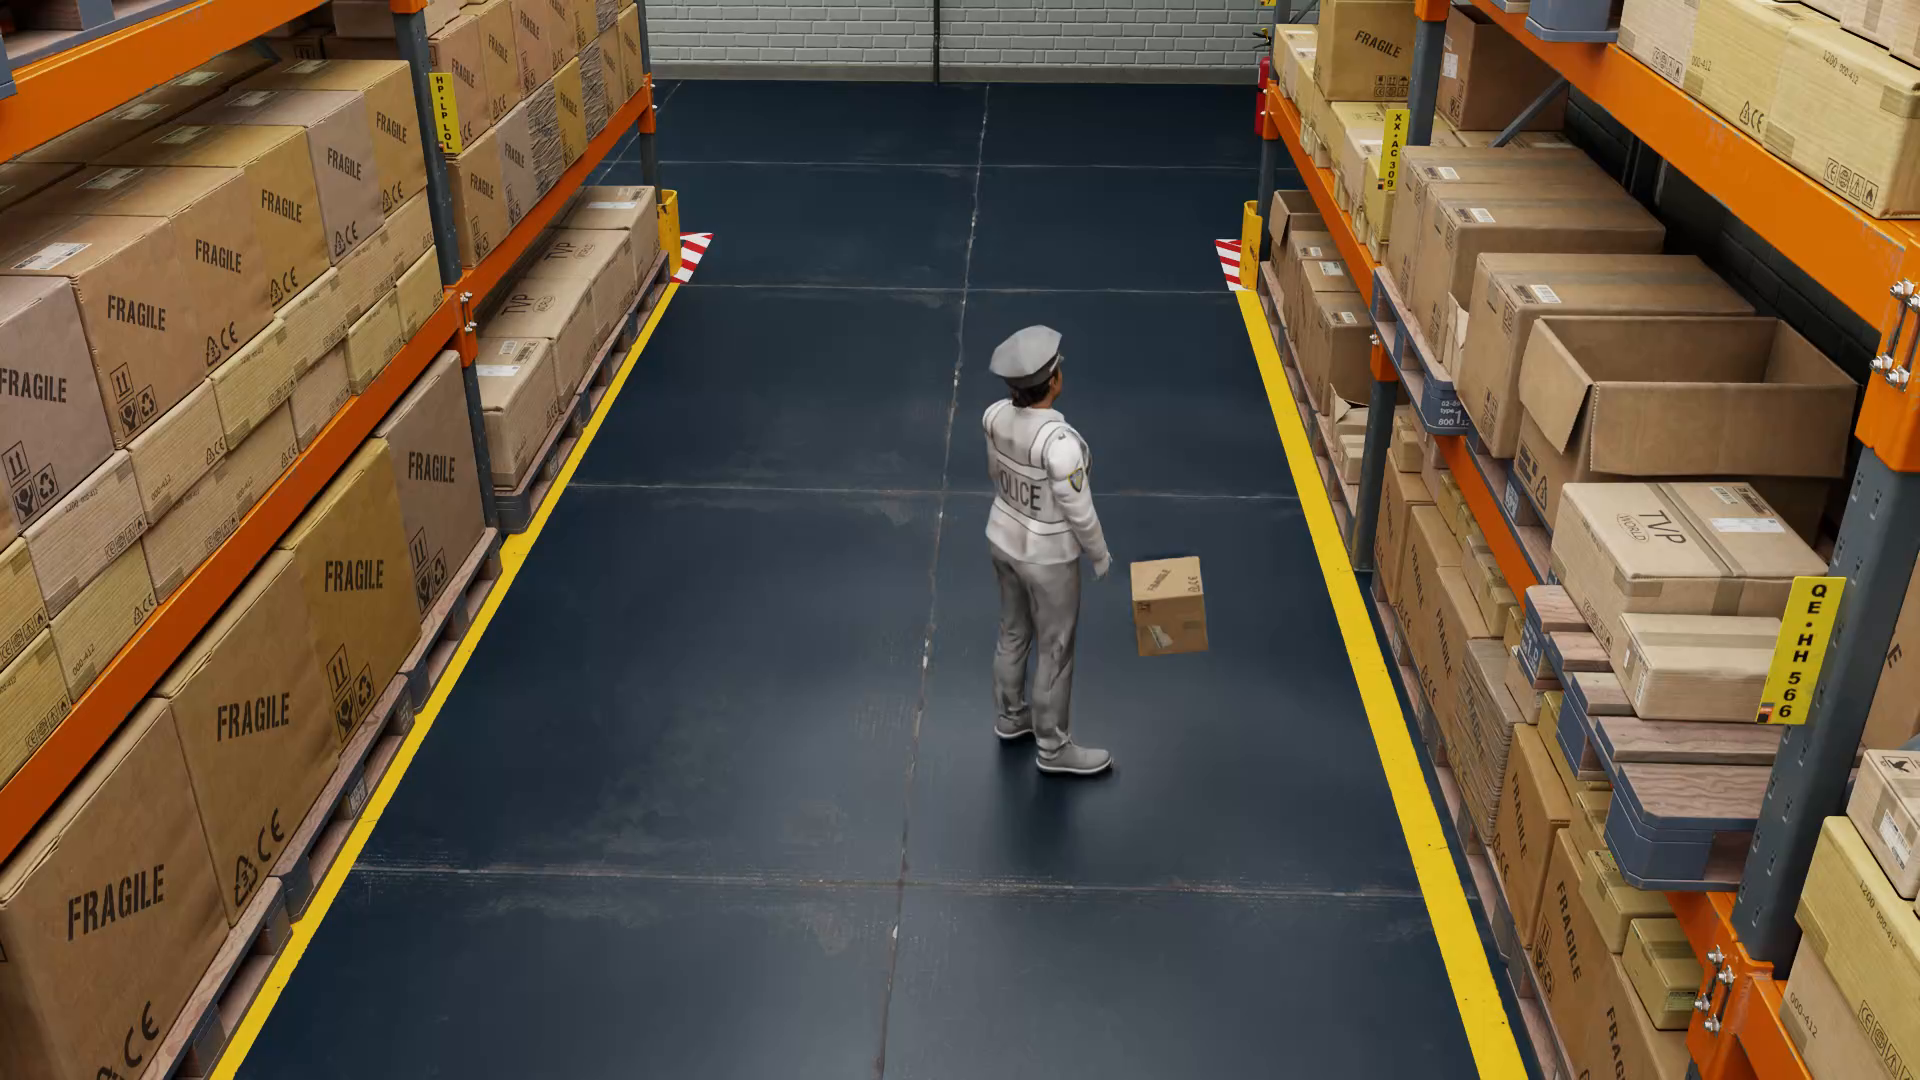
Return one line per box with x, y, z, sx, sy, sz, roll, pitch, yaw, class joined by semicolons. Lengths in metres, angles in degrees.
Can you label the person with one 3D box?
-3.005;1.044;3.592;8.763;2.202;0.661;-20;34;-32;person
